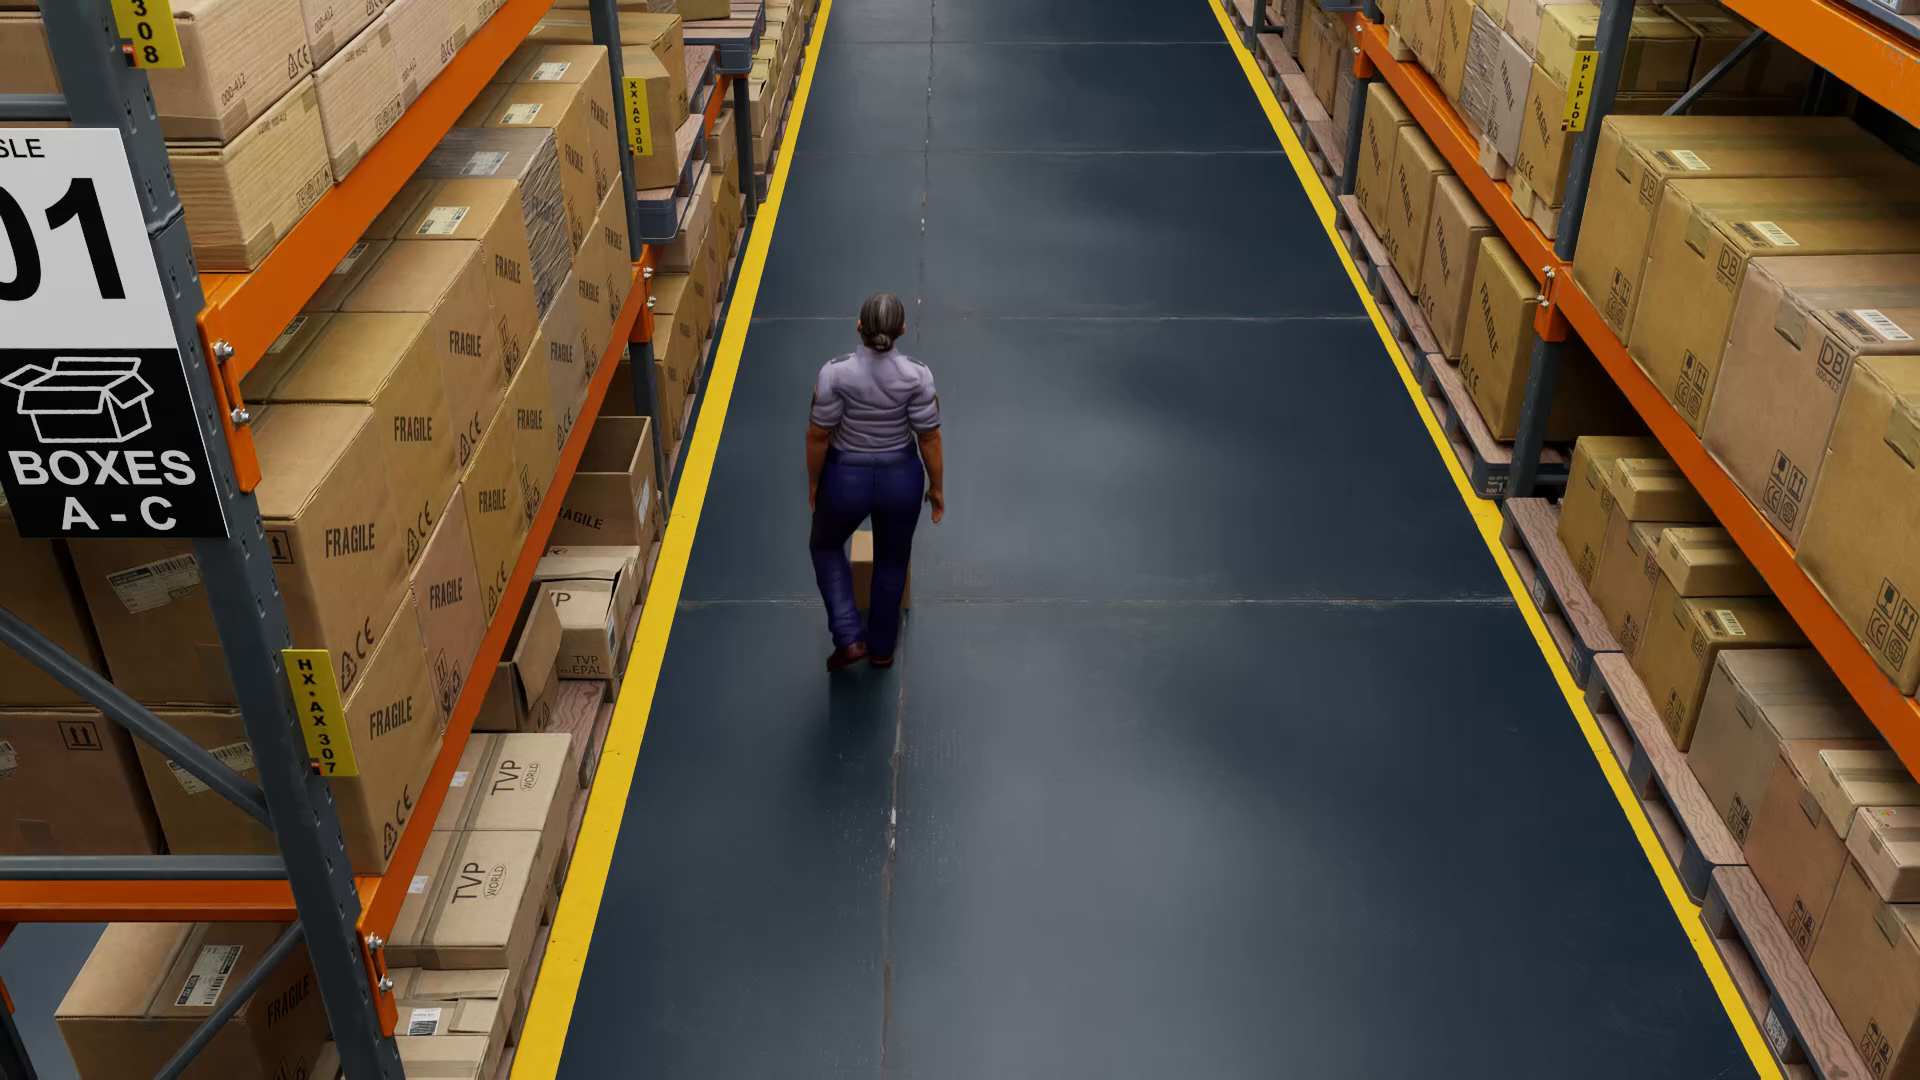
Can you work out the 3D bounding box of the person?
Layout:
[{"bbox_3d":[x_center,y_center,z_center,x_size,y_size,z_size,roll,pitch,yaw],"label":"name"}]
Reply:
[{"bbox_3d":[-0.330,-0.201,6.472,0.538,1.646,0.461,-3,32,-5],"label":"person"}]
